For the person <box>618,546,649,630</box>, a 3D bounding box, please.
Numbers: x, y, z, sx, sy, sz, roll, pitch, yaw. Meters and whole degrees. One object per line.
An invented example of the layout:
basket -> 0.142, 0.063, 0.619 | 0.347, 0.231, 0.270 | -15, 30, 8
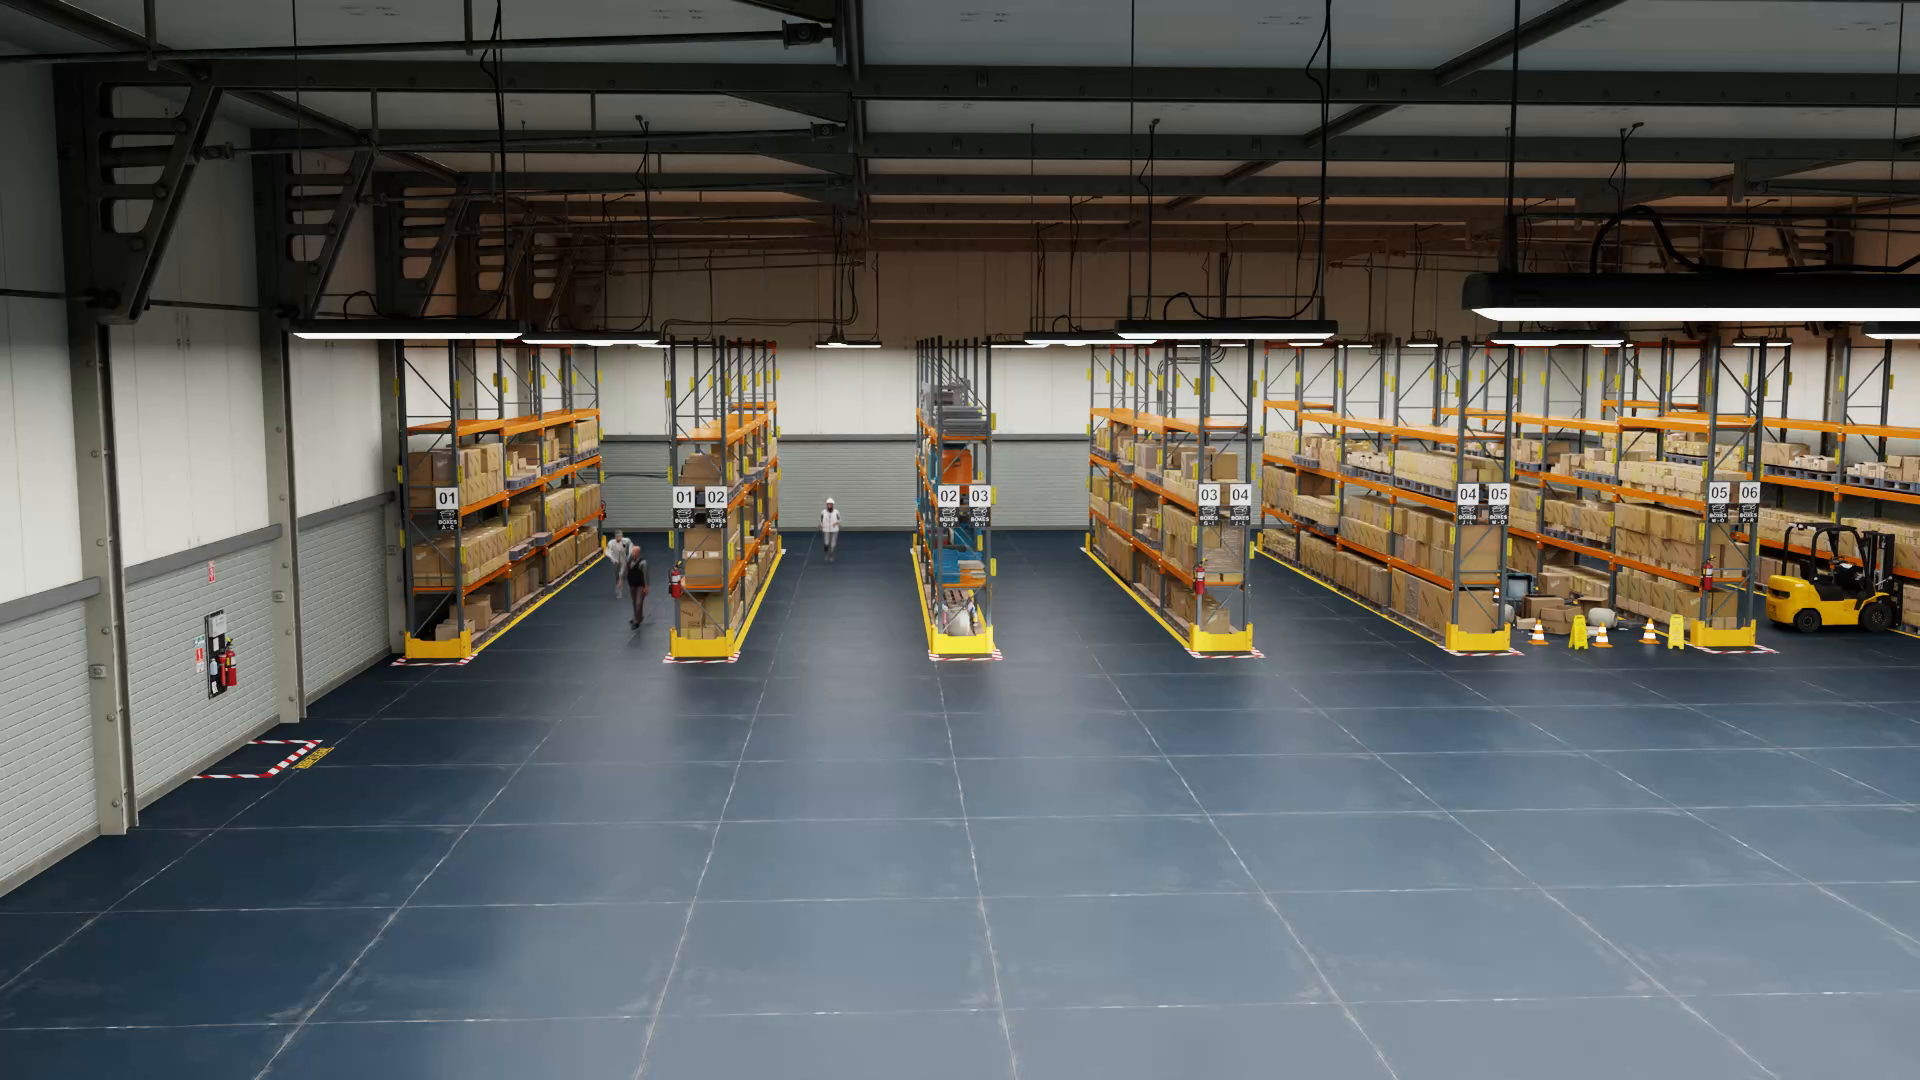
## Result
person -> -6.759, 0.965, 34.547 | 0.713, 1.713, 0.759 | 4, 8, 30

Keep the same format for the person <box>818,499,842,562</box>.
person -> -3.502, -0.248, 44.850 | 0.643, 1.730, 0.651 | 0, 6, -3

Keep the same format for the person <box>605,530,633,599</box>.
person -> -7.969, 0.540, 38.868 | 0.645, 1.628, 0.982 | -2, 7, -15
